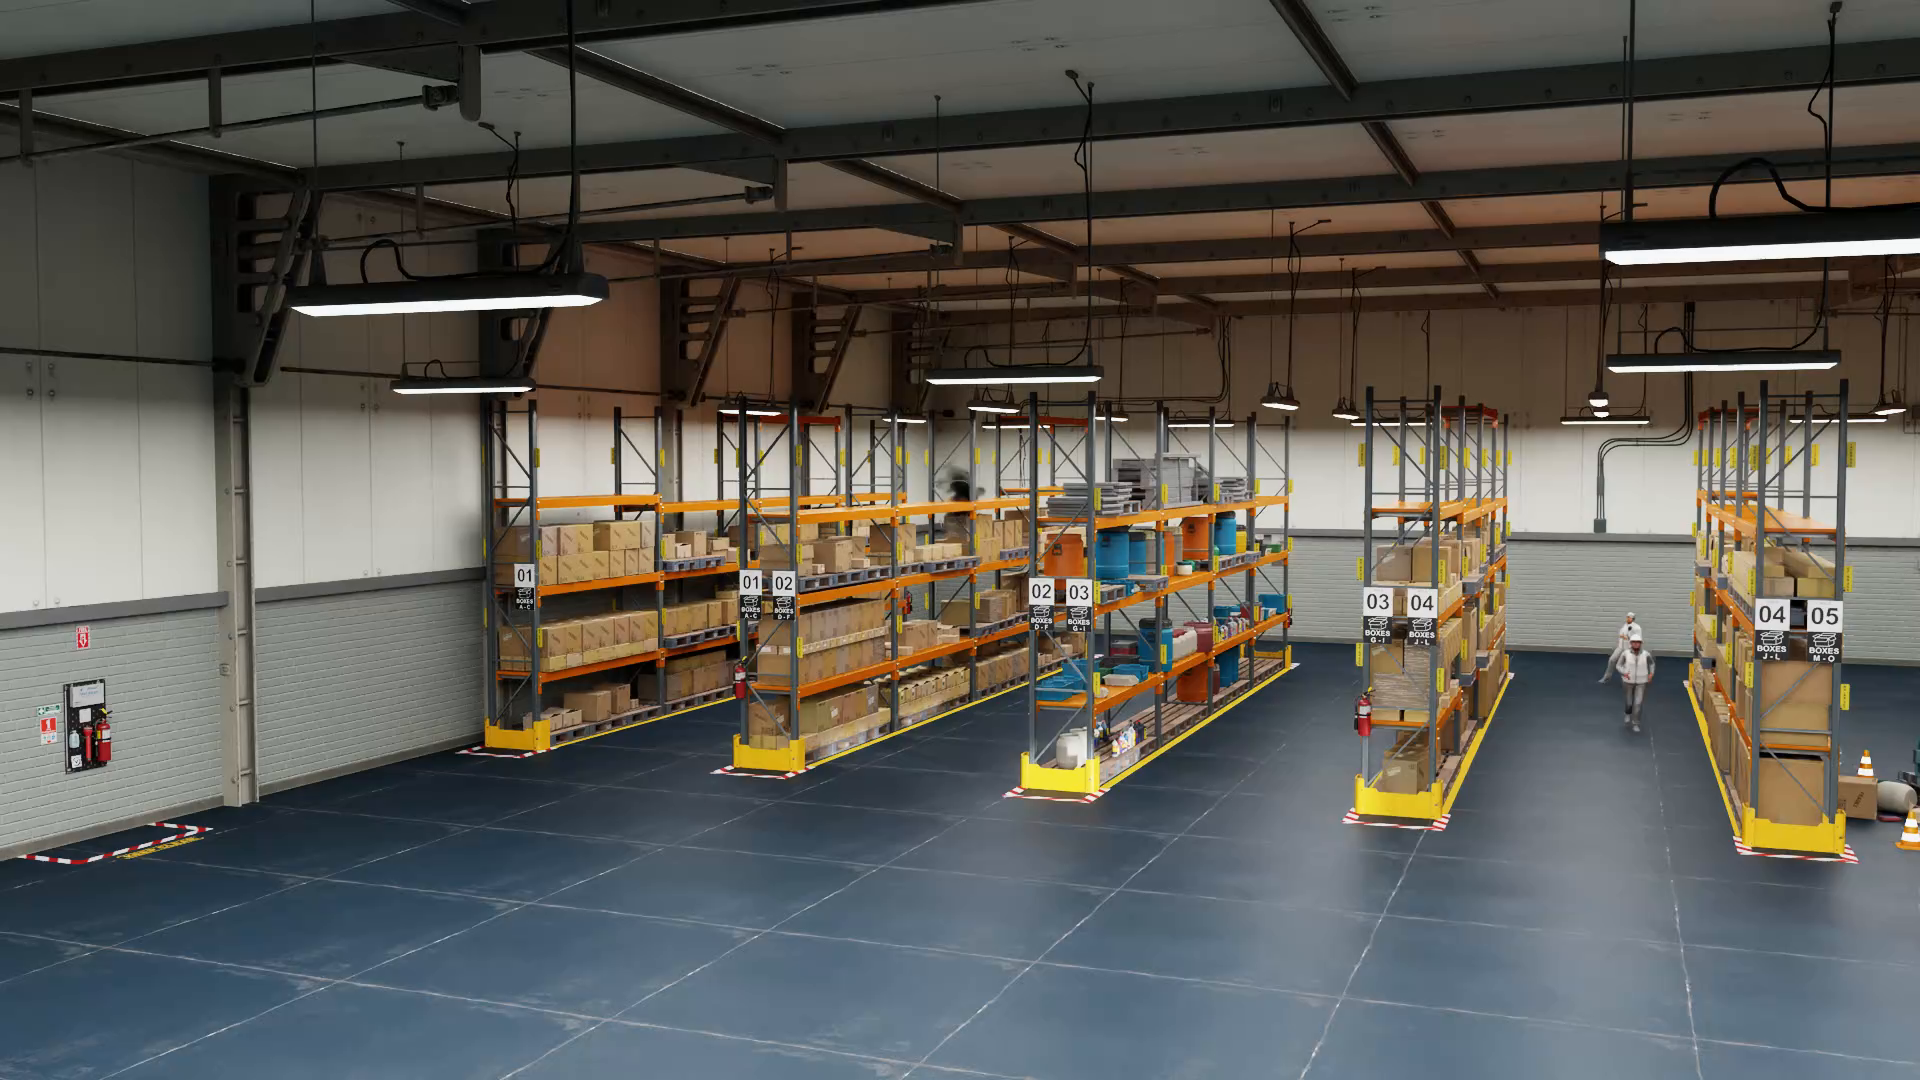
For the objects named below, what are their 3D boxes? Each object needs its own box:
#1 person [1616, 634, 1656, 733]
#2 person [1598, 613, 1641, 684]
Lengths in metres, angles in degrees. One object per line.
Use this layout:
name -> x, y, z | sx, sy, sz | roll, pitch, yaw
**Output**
person -> 12.452, 2.619, 30.641 | 0.685, 1.773, 0.771 | 1, 3, 20
person -> 14.723, 2.404, 36.845 | 0.897, 1.577, 0.702 | -1, 3, -25
